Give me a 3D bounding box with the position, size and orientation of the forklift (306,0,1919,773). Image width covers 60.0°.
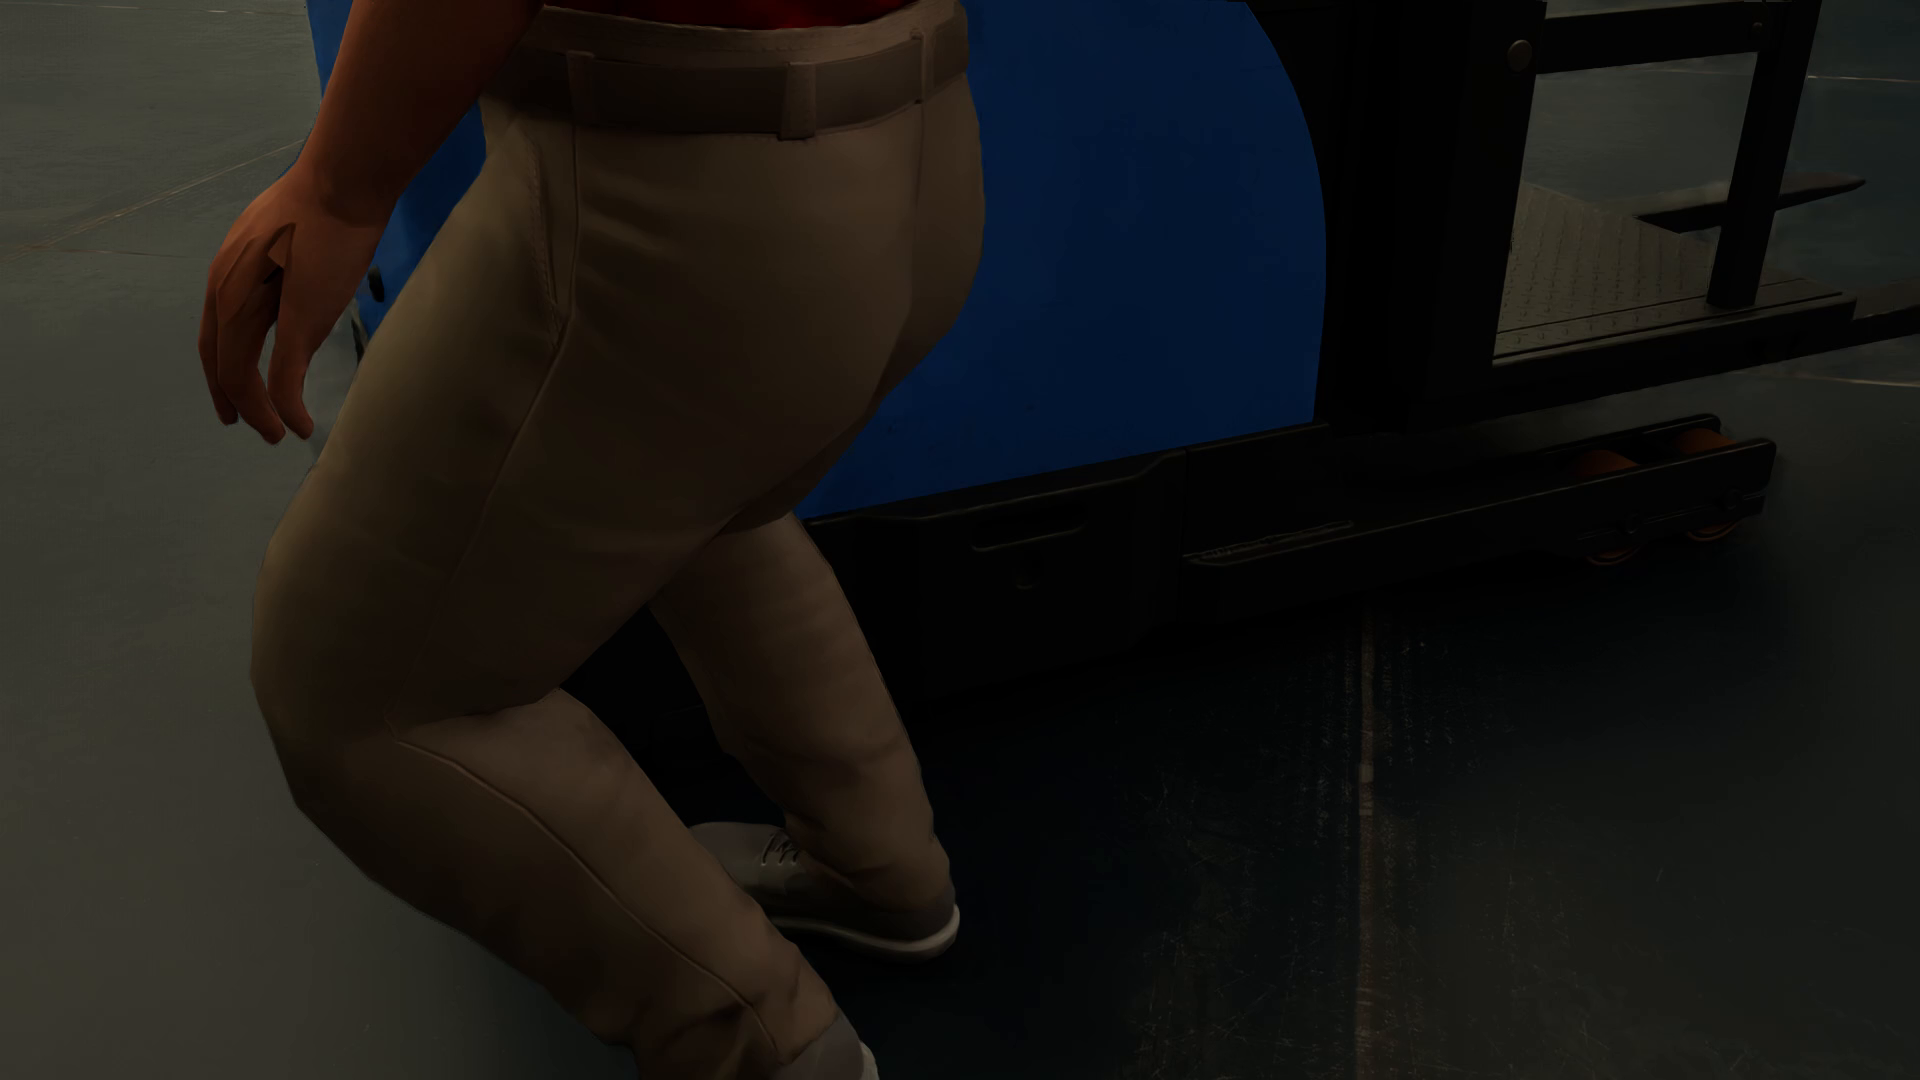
[{"bbox_3d":[0.648,-1.474,2.167,3.031,2.935,1.130,-12,29,-22],"label":"forklift"}]

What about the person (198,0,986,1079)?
[{"bbox_3d":[-0.213,-0.274,1.202,0.448,1.645,0.767,8,28,15],"label":"person"}]
